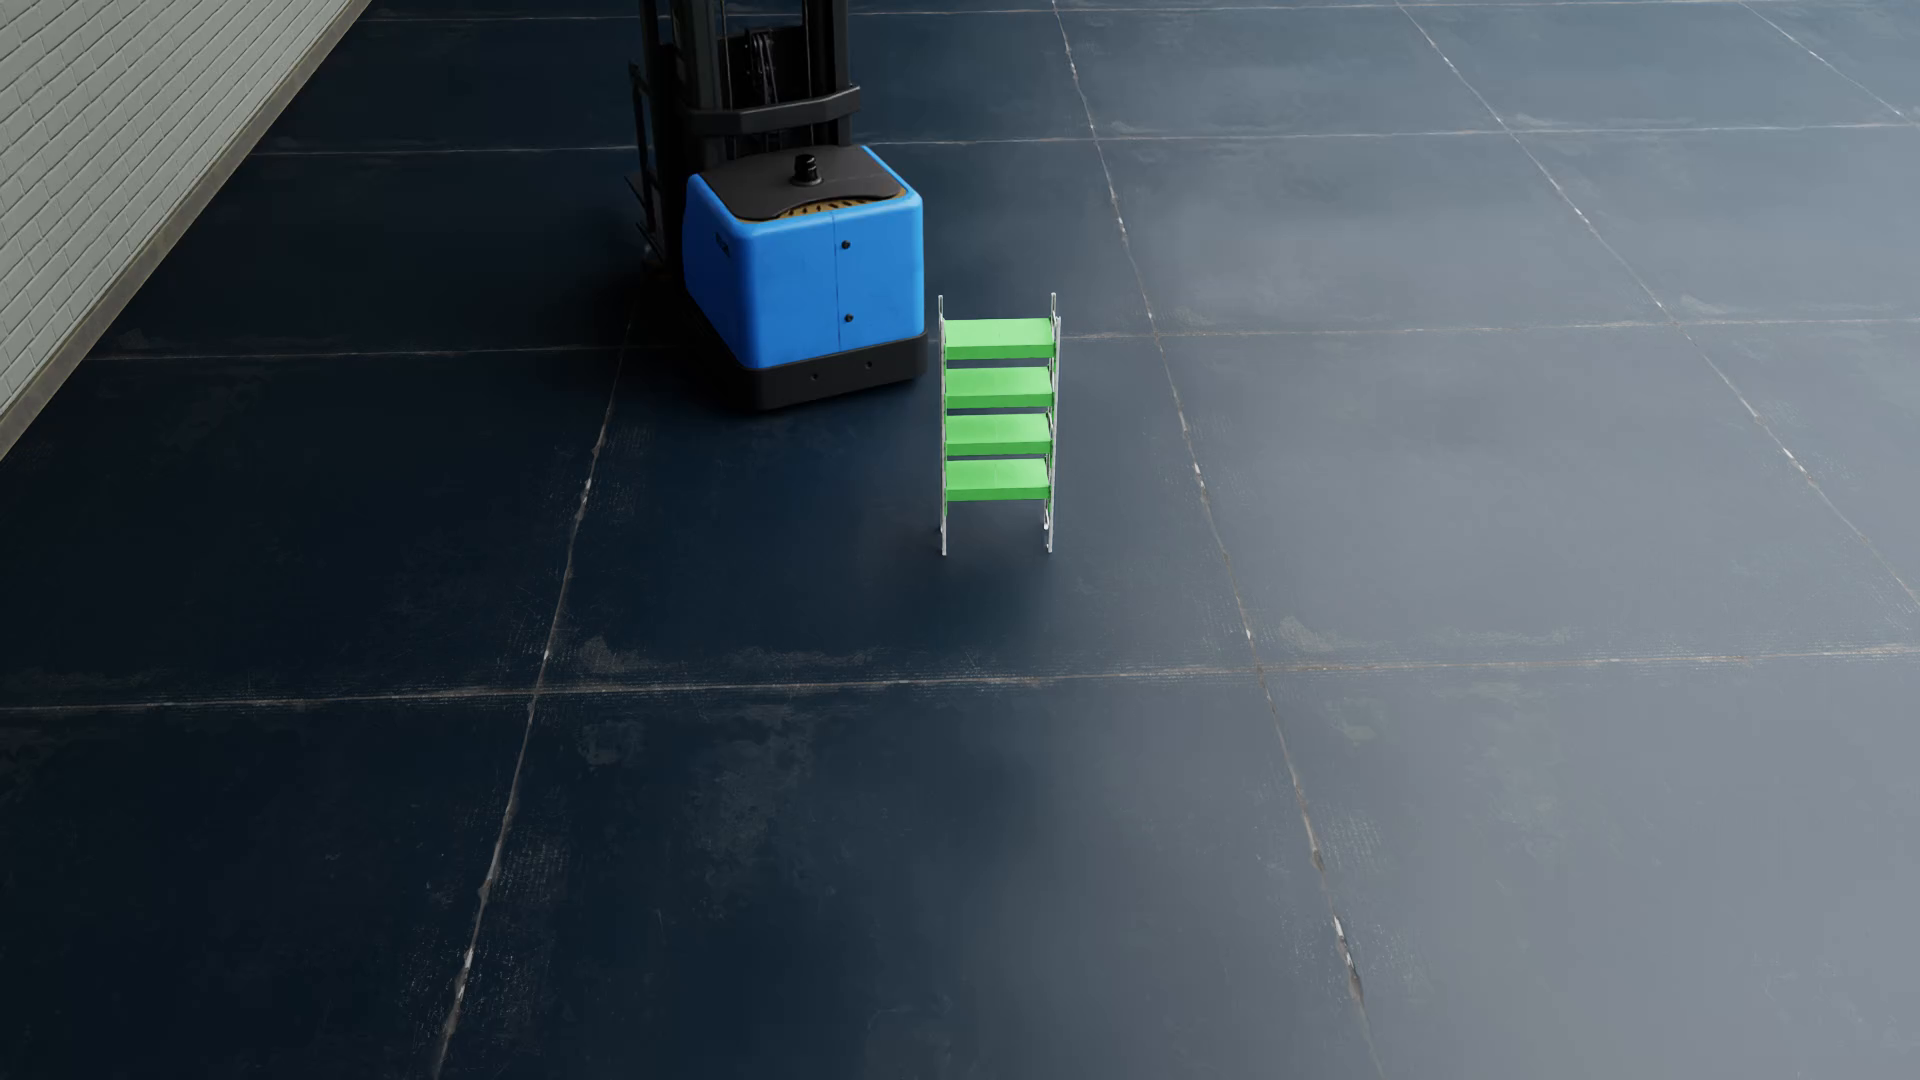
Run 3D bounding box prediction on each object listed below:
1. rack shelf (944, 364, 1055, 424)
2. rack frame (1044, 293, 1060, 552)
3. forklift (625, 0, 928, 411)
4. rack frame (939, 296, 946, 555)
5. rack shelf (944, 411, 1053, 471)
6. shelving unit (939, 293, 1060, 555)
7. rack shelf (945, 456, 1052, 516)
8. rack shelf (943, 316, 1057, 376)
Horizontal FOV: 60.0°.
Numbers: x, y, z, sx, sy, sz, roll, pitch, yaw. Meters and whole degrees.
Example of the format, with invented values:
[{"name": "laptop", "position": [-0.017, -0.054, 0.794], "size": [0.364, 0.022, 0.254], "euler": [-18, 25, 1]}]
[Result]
[{"name": "rack shelf", "position": [0.165, -0.643, 7.315], "size": [0.480, 0.148, 0.258], "euler": [-2, 35, -2]}, {"name": "rack frame", "position": [0.409, -0.504, 7.424], "size": [0.015, 1.200, 0.240], "euler": [-2, 35, -2]}, {"name": "forklift", "position": [-1.242, -2.700, 9.076], "size": [1.130, 2.935, 3.031], "euler": [-14, 37, -20]}, {"name": "rack frame", "position": [-0.078, -0.491, 7.405], "size": [0.015, 1.200, 0.240], "euler": [-2, 35, -2]}, {"name": "rack shelf", "position": [0.165, -0.445, 7.451], "size": [0.480, 0.148, 0.258], "euler": [-2, 35, -2]}, {"name": "shelving unit", "position": [0.165, -0.498, 7.415], "size": [0.503, 1.200, 0.258], "euler": [-2, 35, -2]}, {"name": "rack shelf", "position": [0.165, -0.248, 7.588], "size": [0.480, 0.148, 0.258], "euler": [-2, 35, -2]}, {"name": "rack shelf", "position": [0.165, -0.840, 7.178], "size": [0.480, 0.148, 0.258], "euler": [-2, 35, -2]}]
